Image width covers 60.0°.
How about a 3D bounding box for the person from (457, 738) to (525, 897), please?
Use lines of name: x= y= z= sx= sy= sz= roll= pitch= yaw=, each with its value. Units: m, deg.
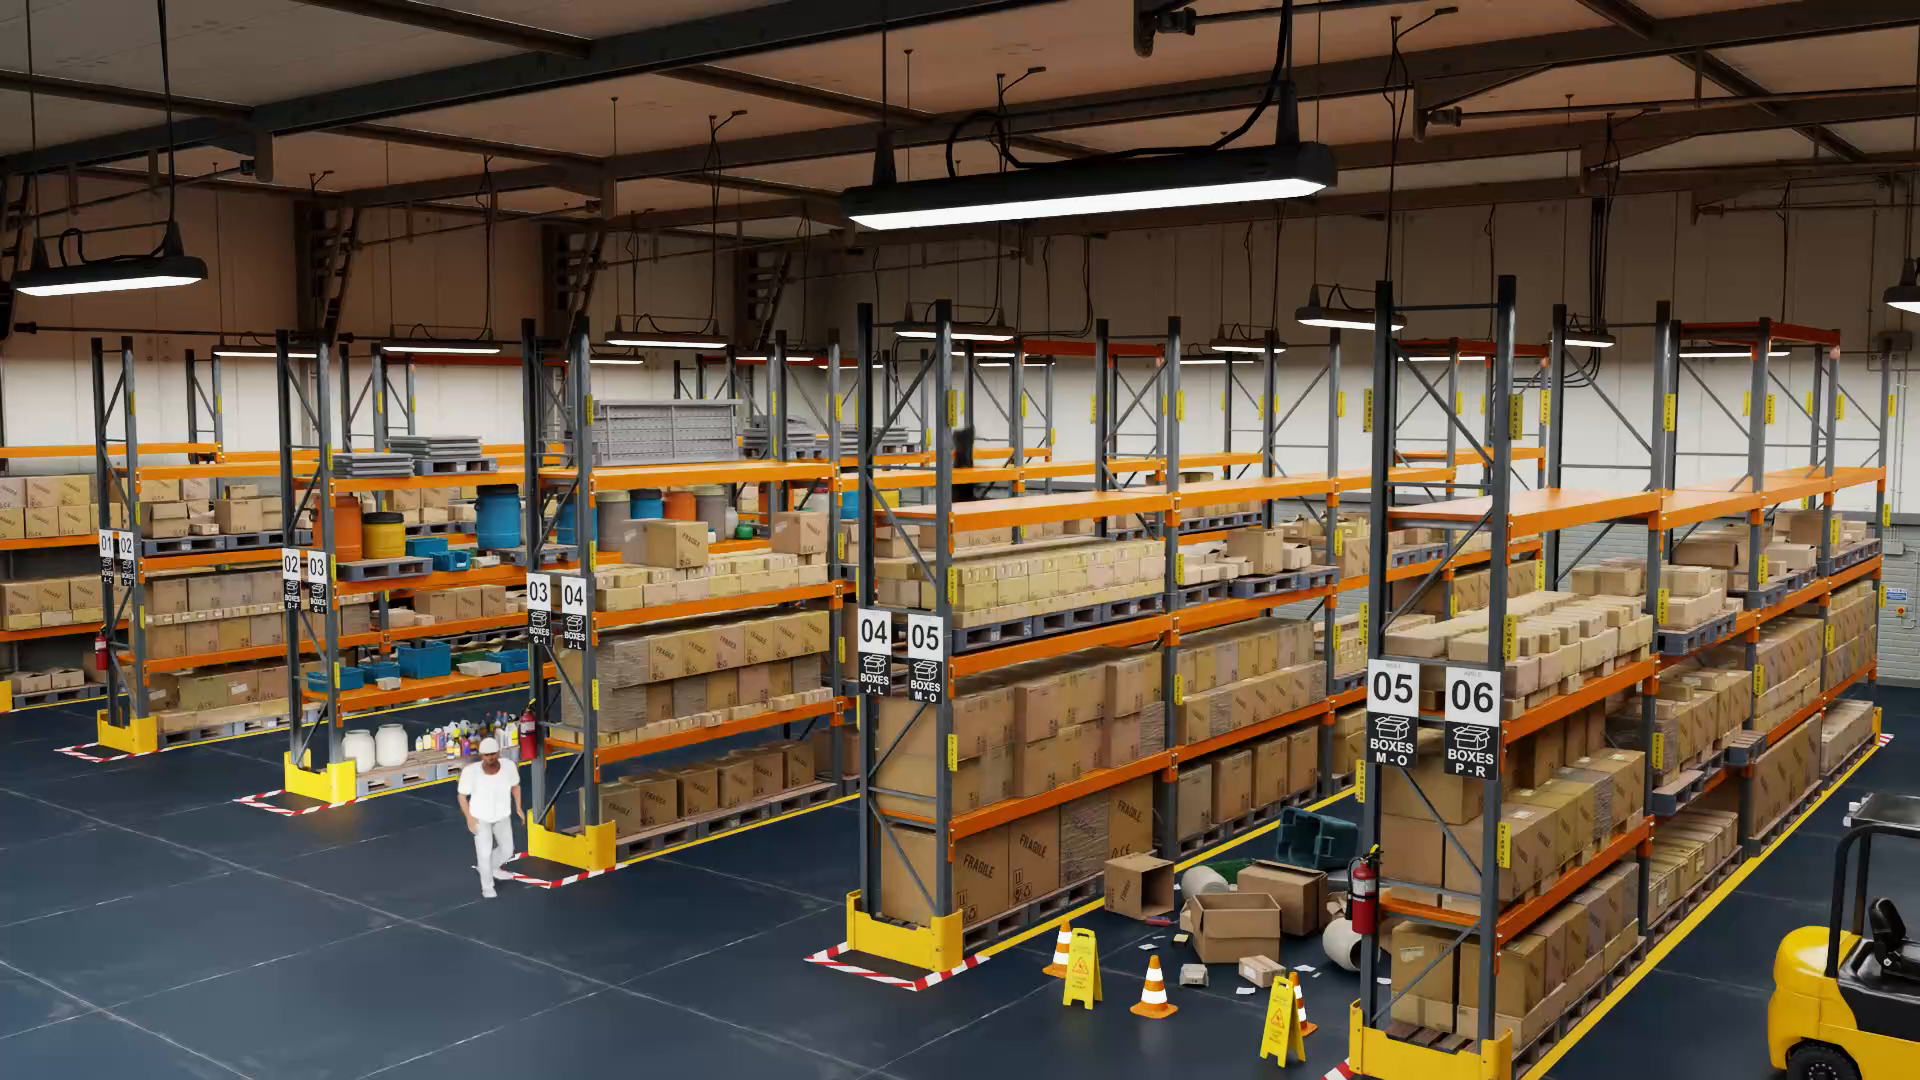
person: x=-4.854 y=2.834 z=17.120 sx=0.667 sy=1.702 sz=0.791 roll=-3 pitch=6 yaw=-33
